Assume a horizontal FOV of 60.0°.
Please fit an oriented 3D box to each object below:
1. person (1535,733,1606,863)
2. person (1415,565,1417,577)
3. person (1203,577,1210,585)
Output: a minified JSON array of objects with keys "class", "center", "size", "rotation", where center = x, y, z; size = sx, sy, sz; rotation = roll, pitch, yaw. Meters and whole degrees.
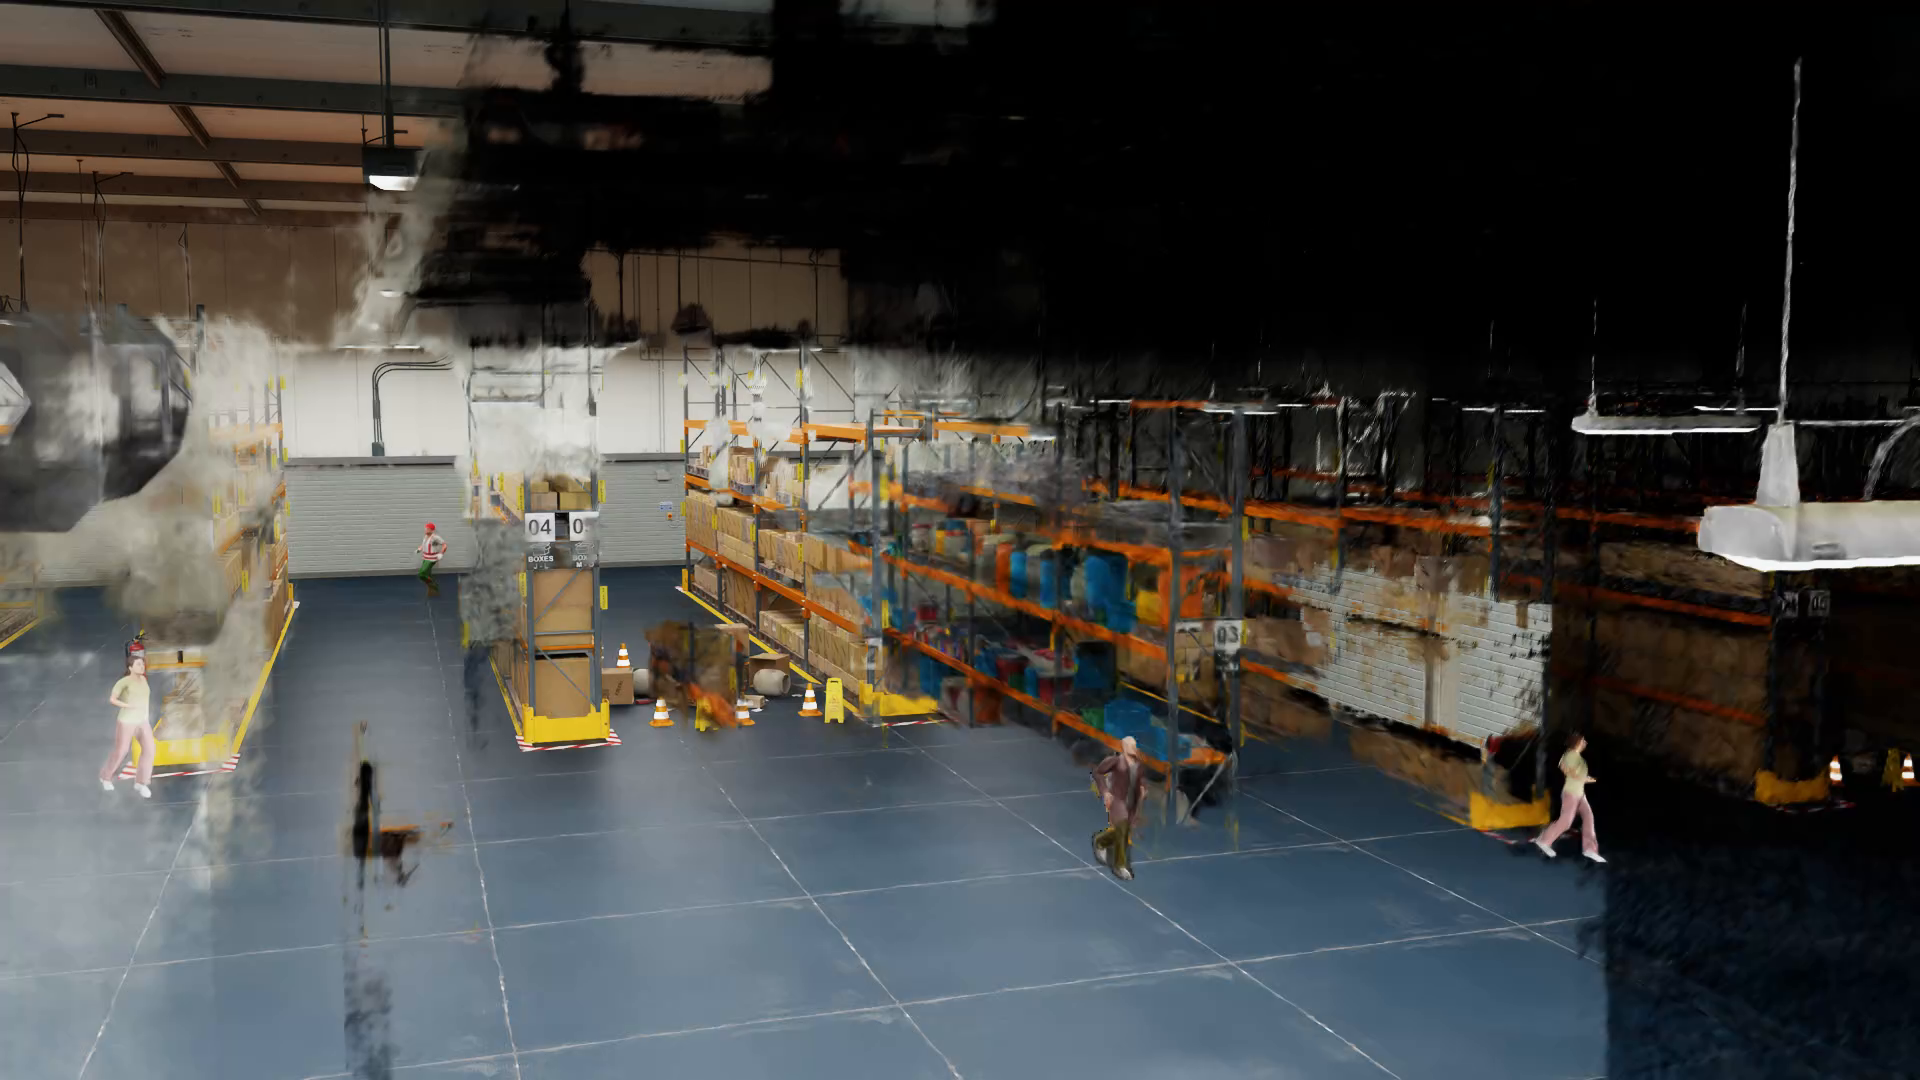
[{"class":"person","center":[-10.047,2.243,20.275],"size":[0.885,1.679,0.606],"rotation":[2,6,24]},{"class":"person","center":[-6.319,0.231,41.199],"size":[0.901,1.667,0.538],"rotation":[-1,5,-7]},{"class":"person","center":[-12.395,0.459,38.717],"size":[0.752,1.727,0.606],"rotation":[5,8,44]}]
